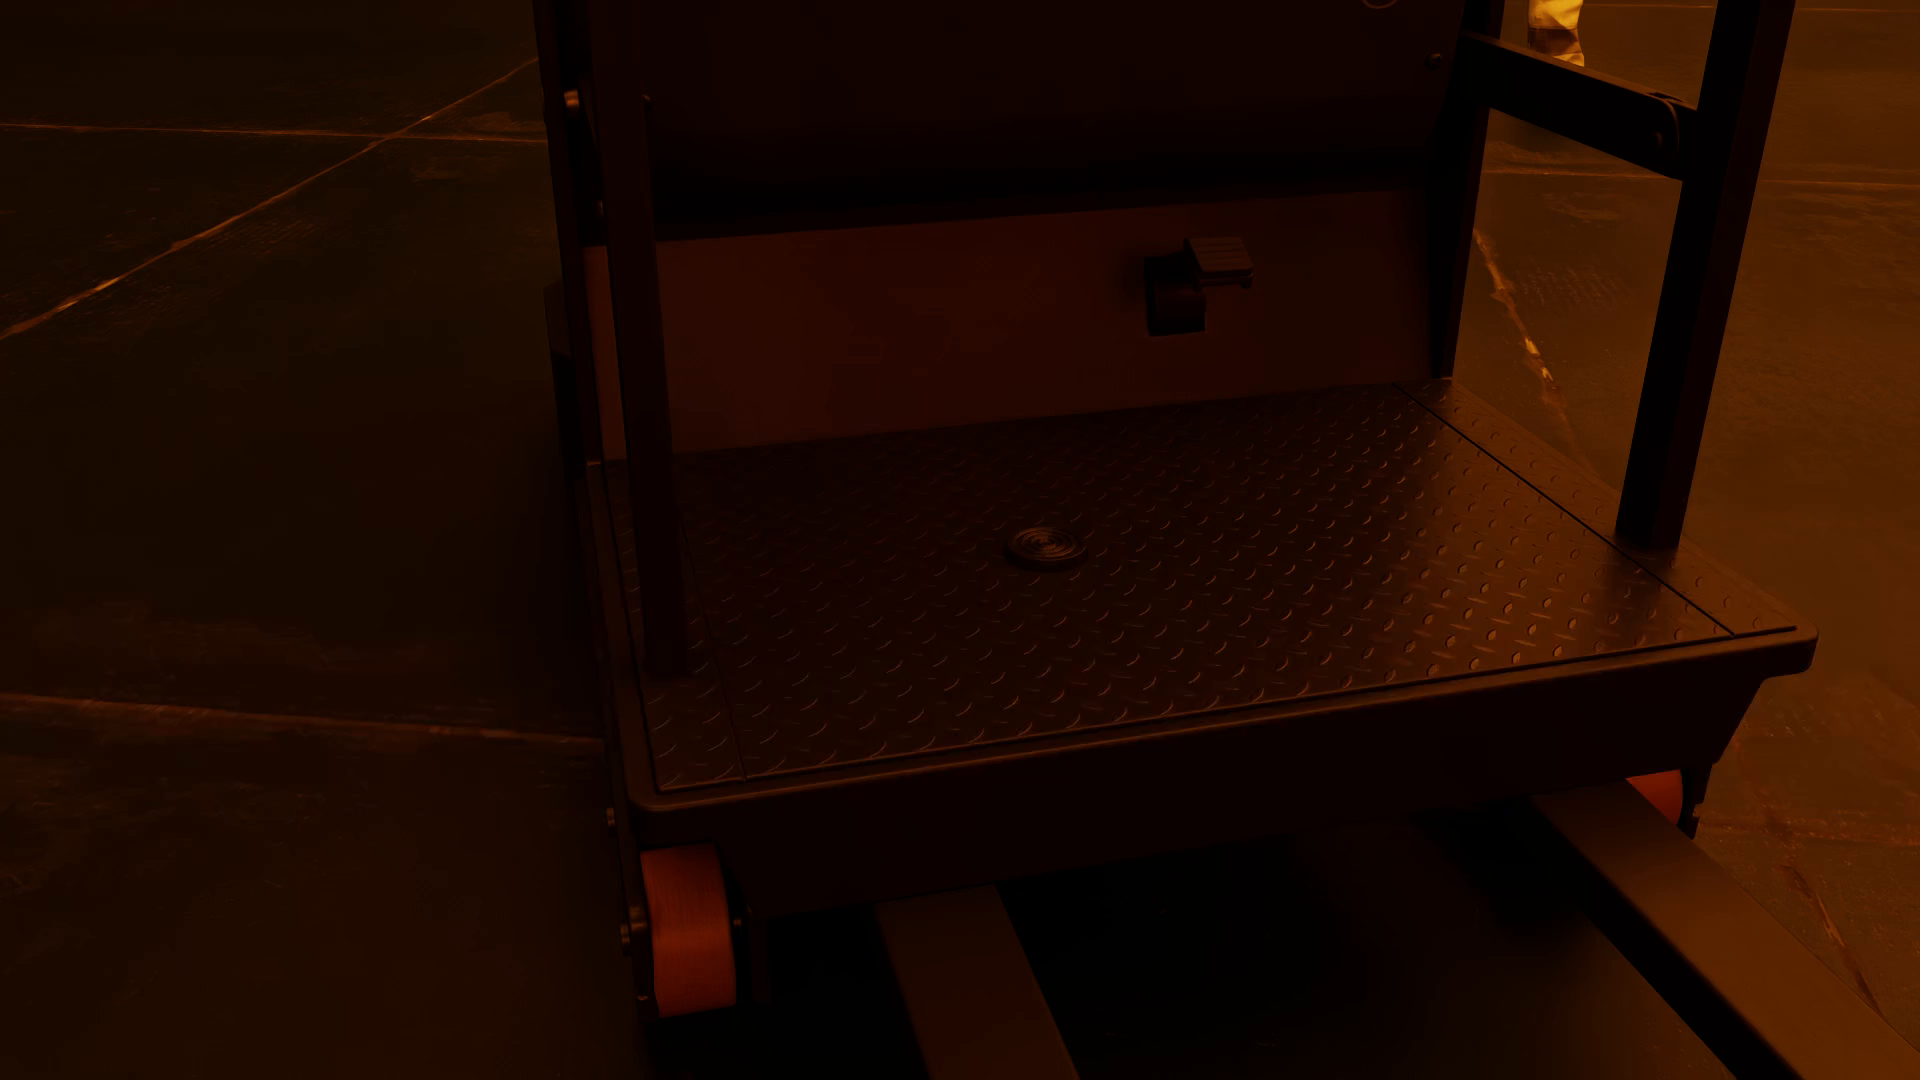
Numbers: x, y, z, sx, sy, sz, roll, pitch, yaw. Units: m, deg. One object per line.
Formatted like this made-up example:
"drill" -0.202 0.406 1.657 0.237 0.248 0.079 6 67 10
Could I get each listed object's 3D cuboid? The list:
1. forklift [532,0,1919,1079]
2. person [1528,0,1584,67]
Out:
"forklift" 0.153 -1.049 1.319 1.130 2.935 3.031 -7 27 -13
"person" 1.913 -2.183 4.856 0.563 1.789 0.638 20 33 35
